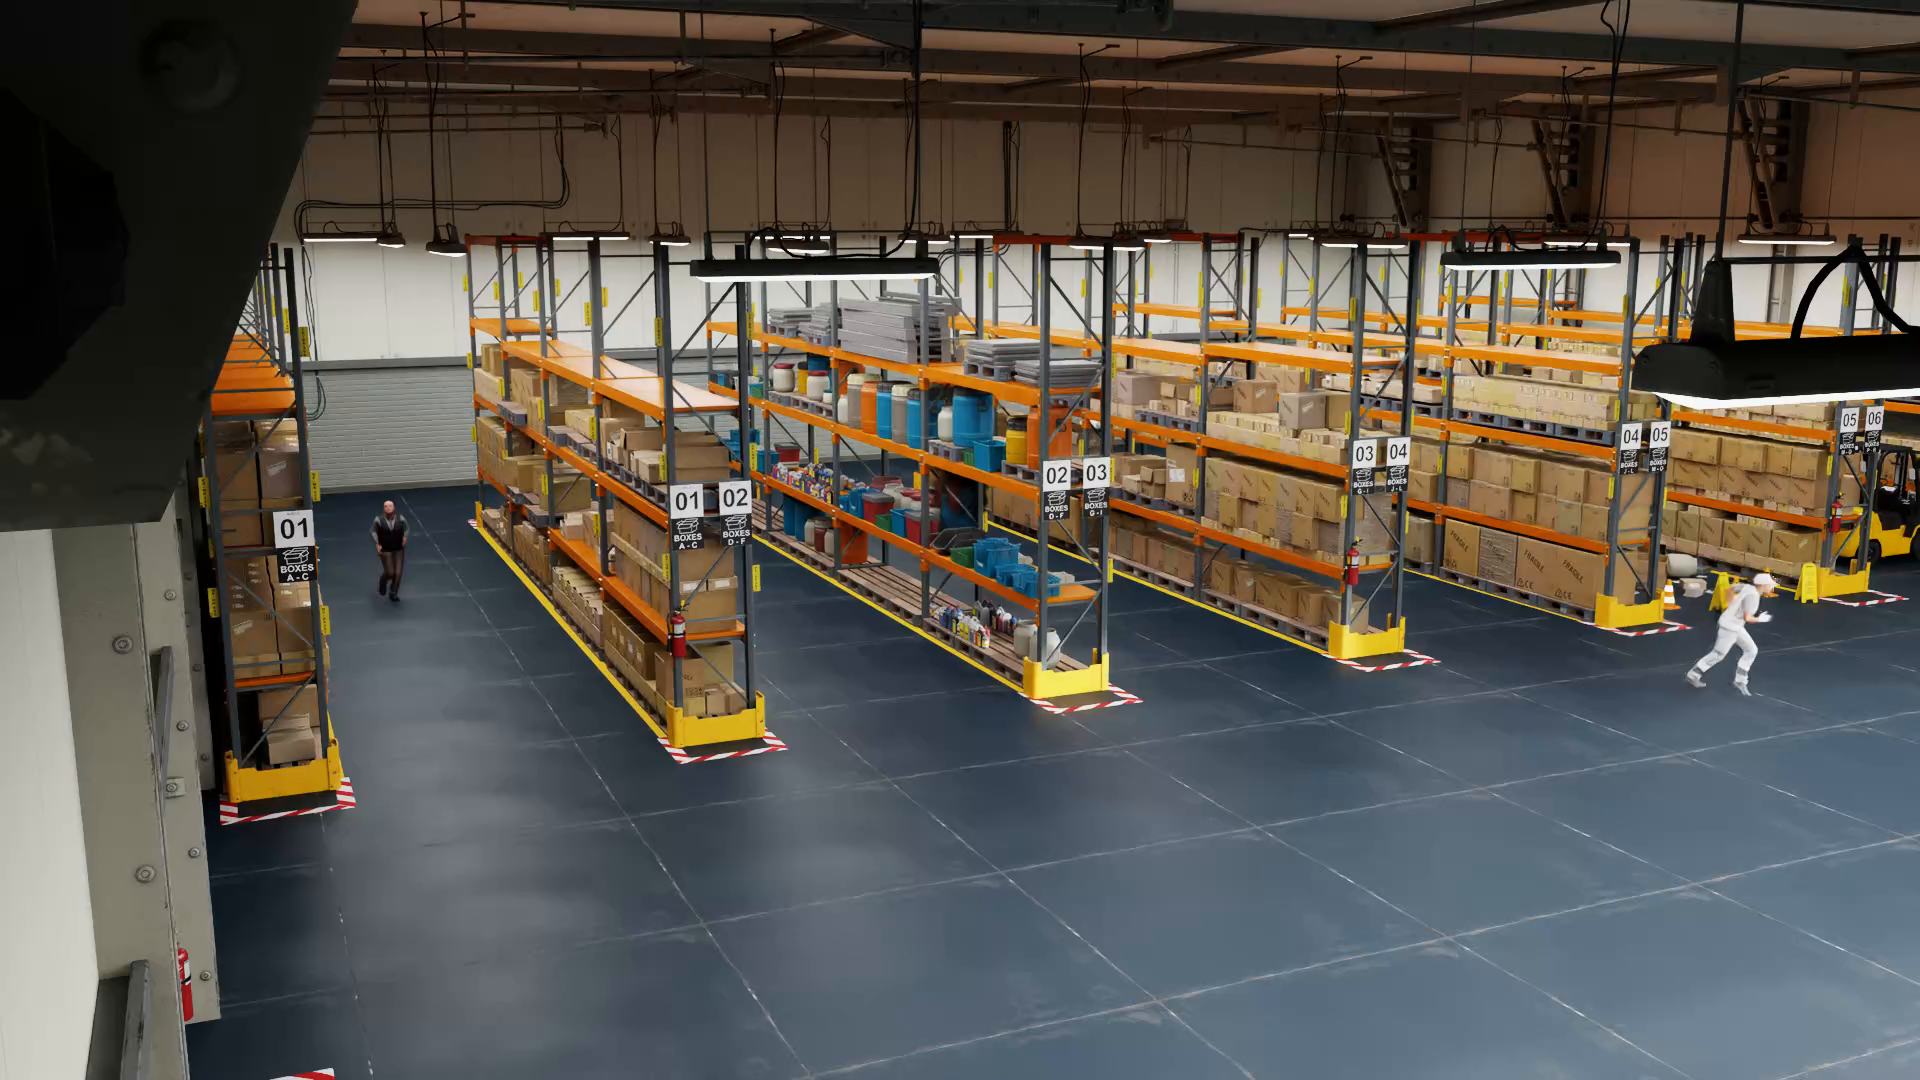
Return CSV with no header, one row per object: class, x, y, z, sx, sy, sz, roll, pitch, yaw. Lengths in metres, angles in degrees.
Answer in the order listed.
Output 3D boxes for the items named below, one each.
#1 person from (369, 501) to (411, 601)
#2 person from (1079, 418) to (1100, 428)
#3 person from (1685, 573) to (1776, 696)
person,-9.482,0.183,27.792,0.651,1.689,0.607,-6,13,-29
person,3.250,-2.527,41.632,0.698,1.717,0.580,4,12,21
person,10.353,1.261,22.362,1.015,1.718,0.705,4,12,21
